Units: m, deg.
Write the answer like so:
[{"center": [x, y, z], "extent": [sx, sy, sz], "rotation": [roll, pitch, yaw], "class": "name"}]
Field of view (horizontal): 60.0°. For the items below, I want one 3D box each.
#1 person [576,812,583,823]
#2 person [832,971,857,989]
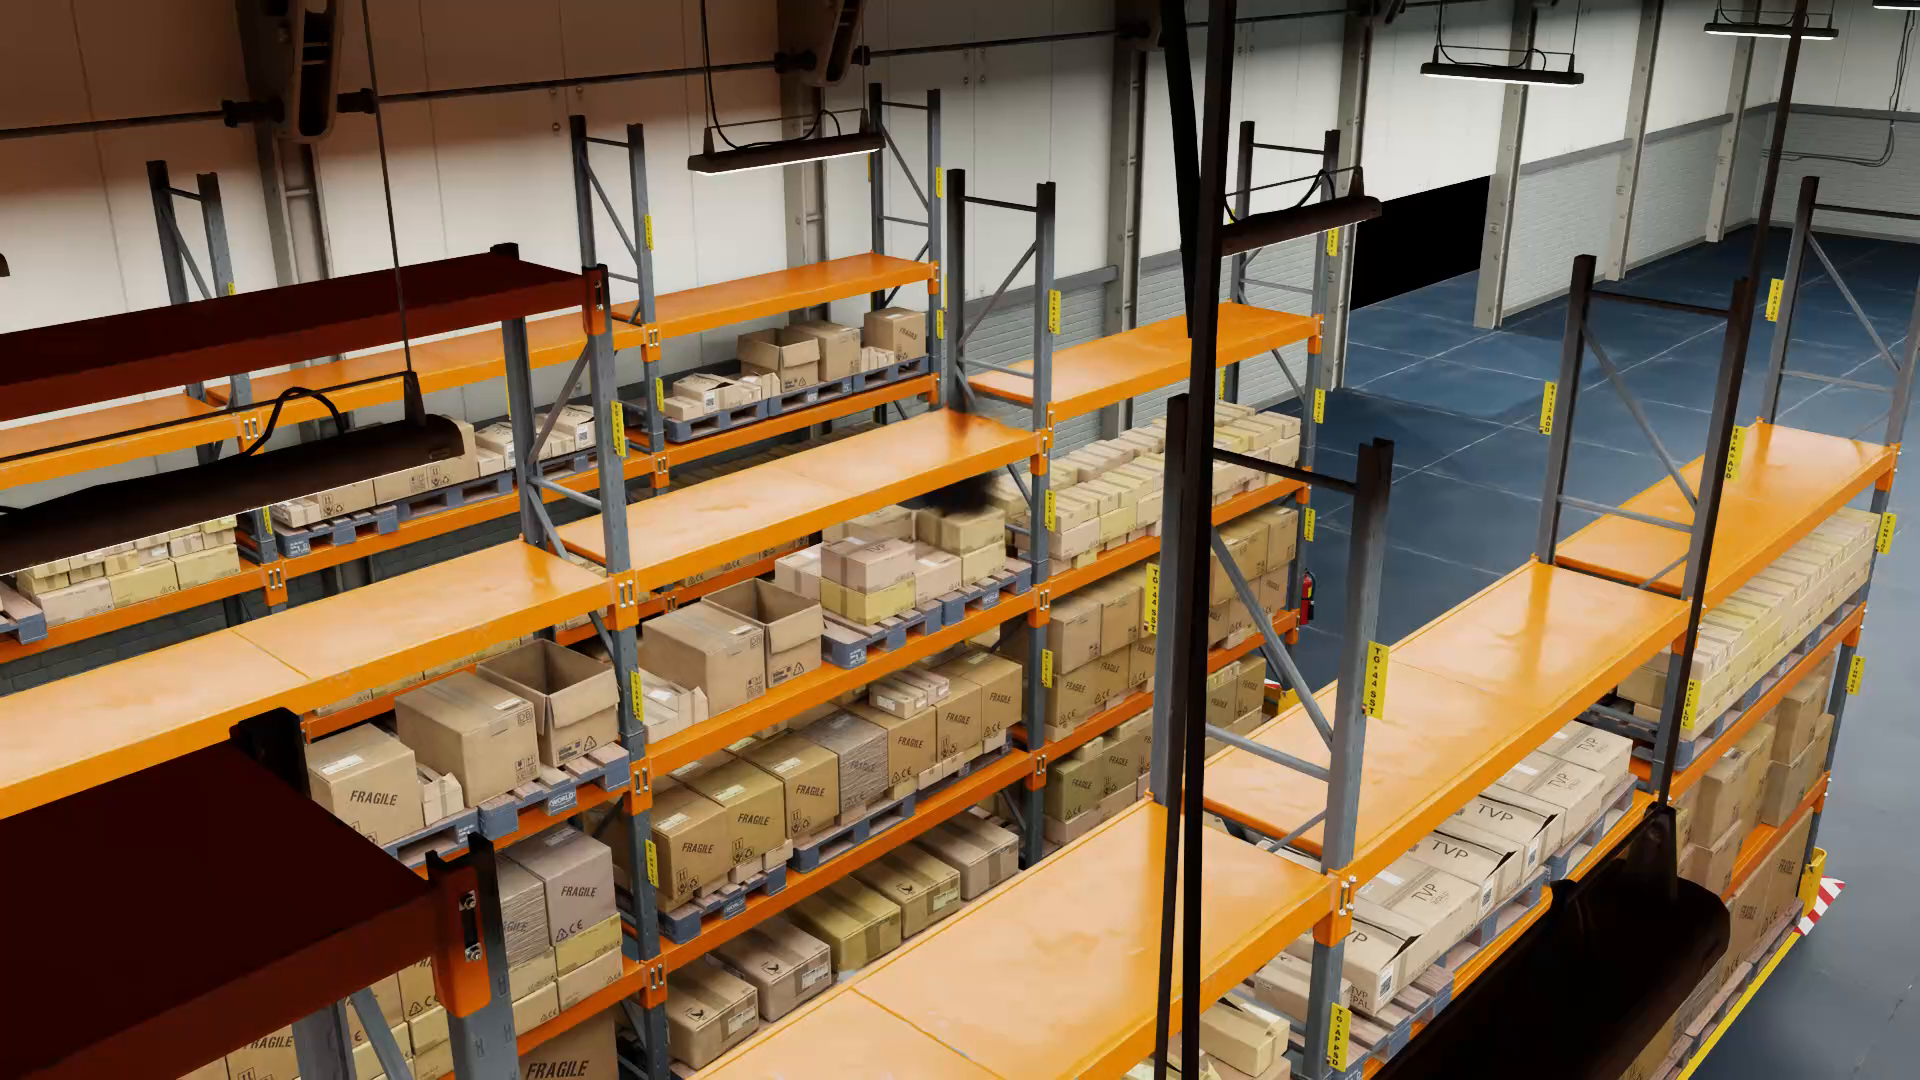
[{"center": [-3.634, 2.053, 14.573], "extent": [0.674, 1.590, 0.989], "rotation": [8, 22, 19], "class": "person"}, {"center": [-0.598, 3.470, 10.916], "extent": [0.604, 1.631, 0.716], "rotation": [-7, 22, -17], "class": "person"}]
